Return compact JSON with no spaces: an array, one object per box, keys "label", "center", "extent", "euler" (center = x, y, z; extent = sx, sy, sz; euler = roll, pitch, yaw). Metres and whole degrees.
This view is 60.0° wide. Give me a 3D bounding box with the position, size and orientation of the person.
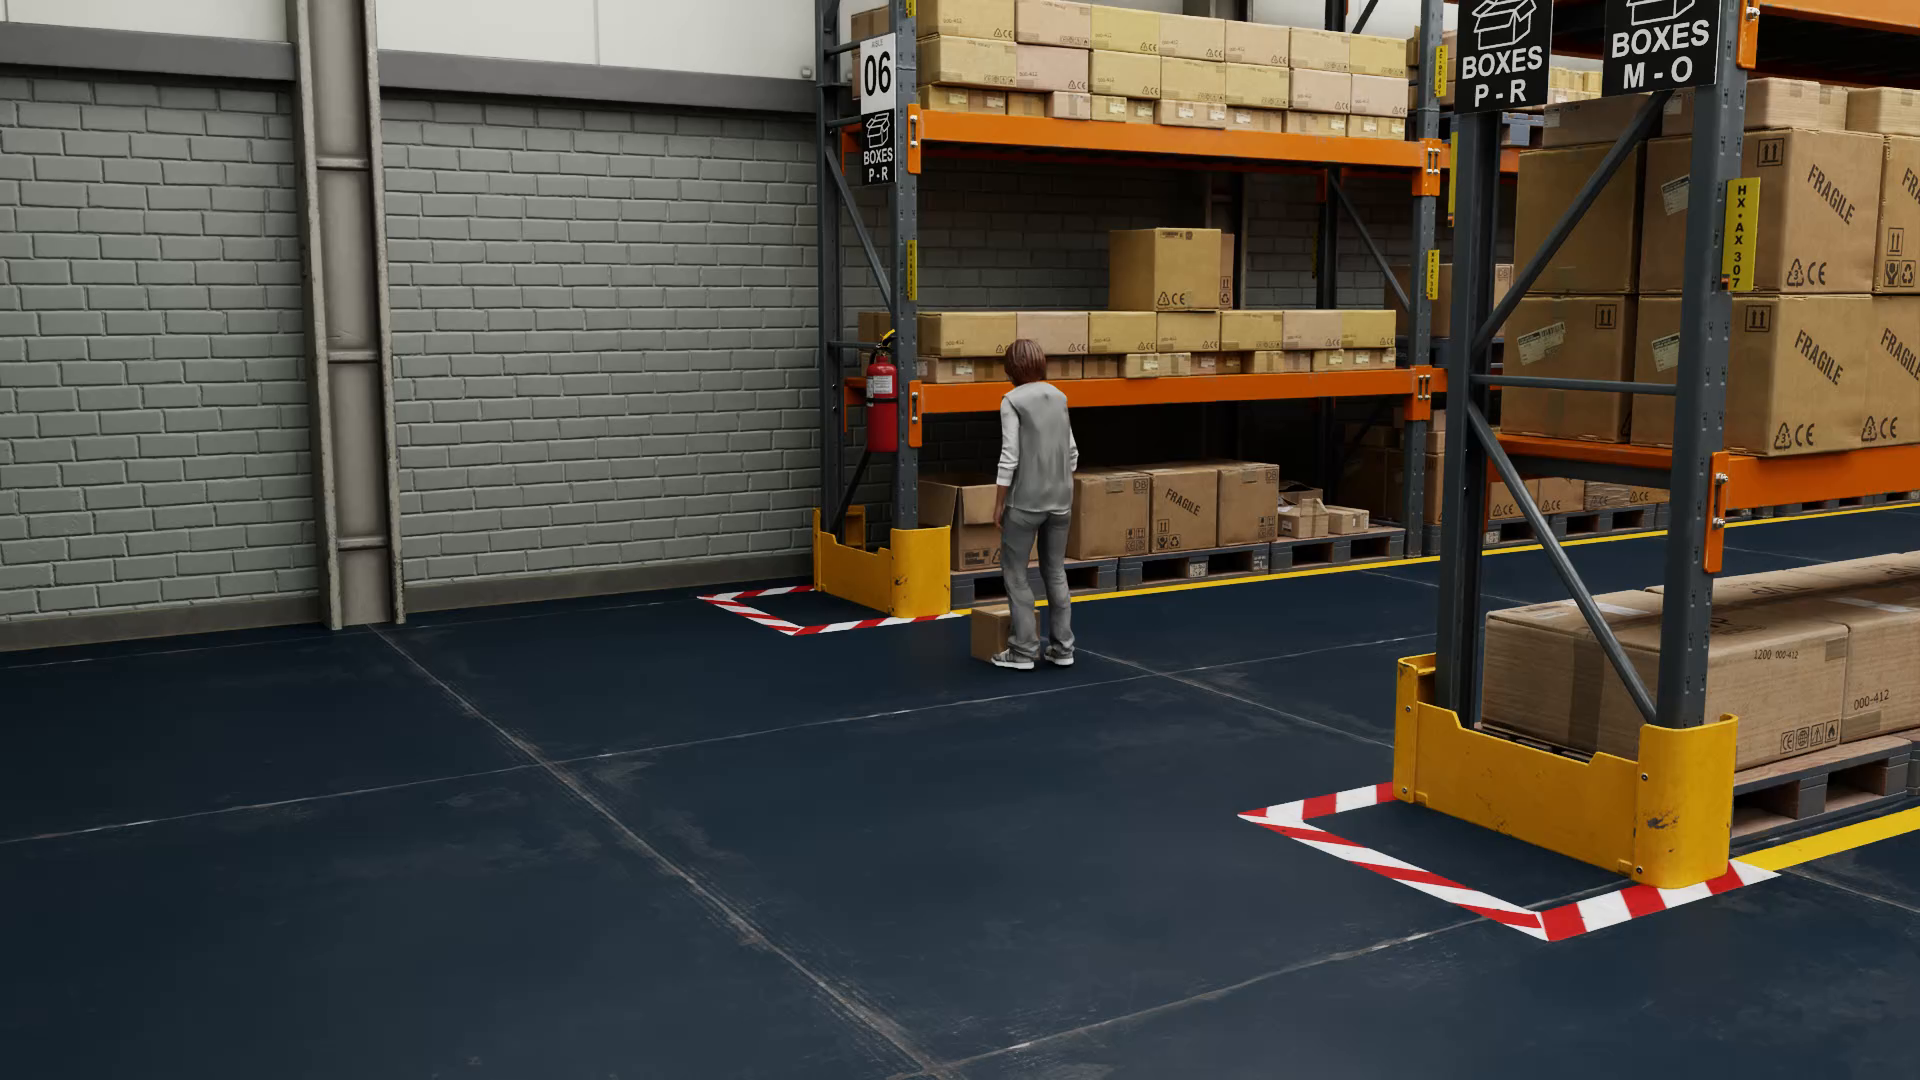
[{"label":"person","center":[0.353,-0.167,8.007],"extent":[0.477,1.592,0.377],"euler":[-6,10,-34]}]
